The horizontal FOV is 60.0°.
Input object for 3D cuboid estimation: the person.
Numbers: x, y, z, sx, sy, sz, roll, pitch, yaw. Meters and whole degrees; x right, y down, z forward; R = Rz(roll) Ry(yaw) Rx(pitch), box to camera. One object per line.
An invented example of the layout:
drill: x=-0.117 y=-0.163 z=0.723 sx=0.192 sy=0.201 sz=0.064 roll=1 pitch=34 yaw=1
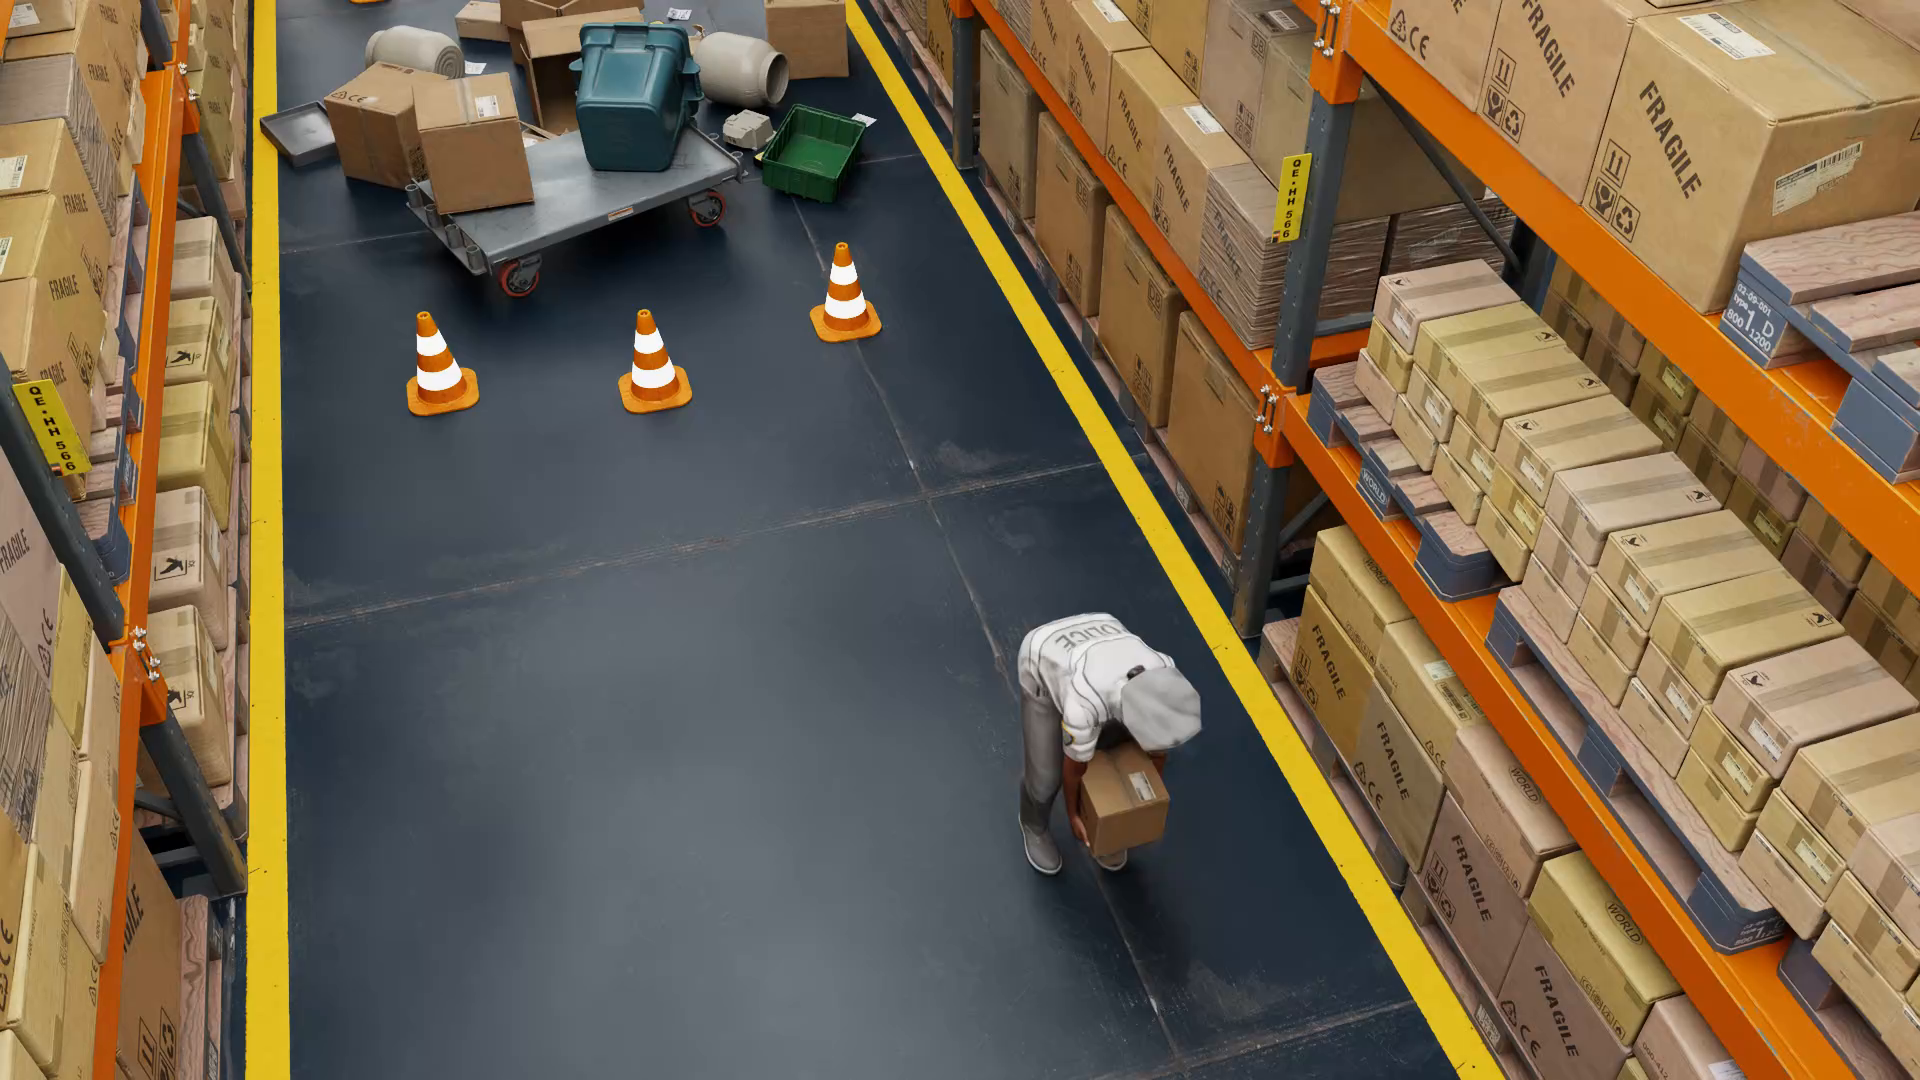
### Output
person: x=0.482 y=0.742 z=5.589 sx=0.415 sy=1.350 sz=0.873 roll=-13 pitch=44 yaw=-14
